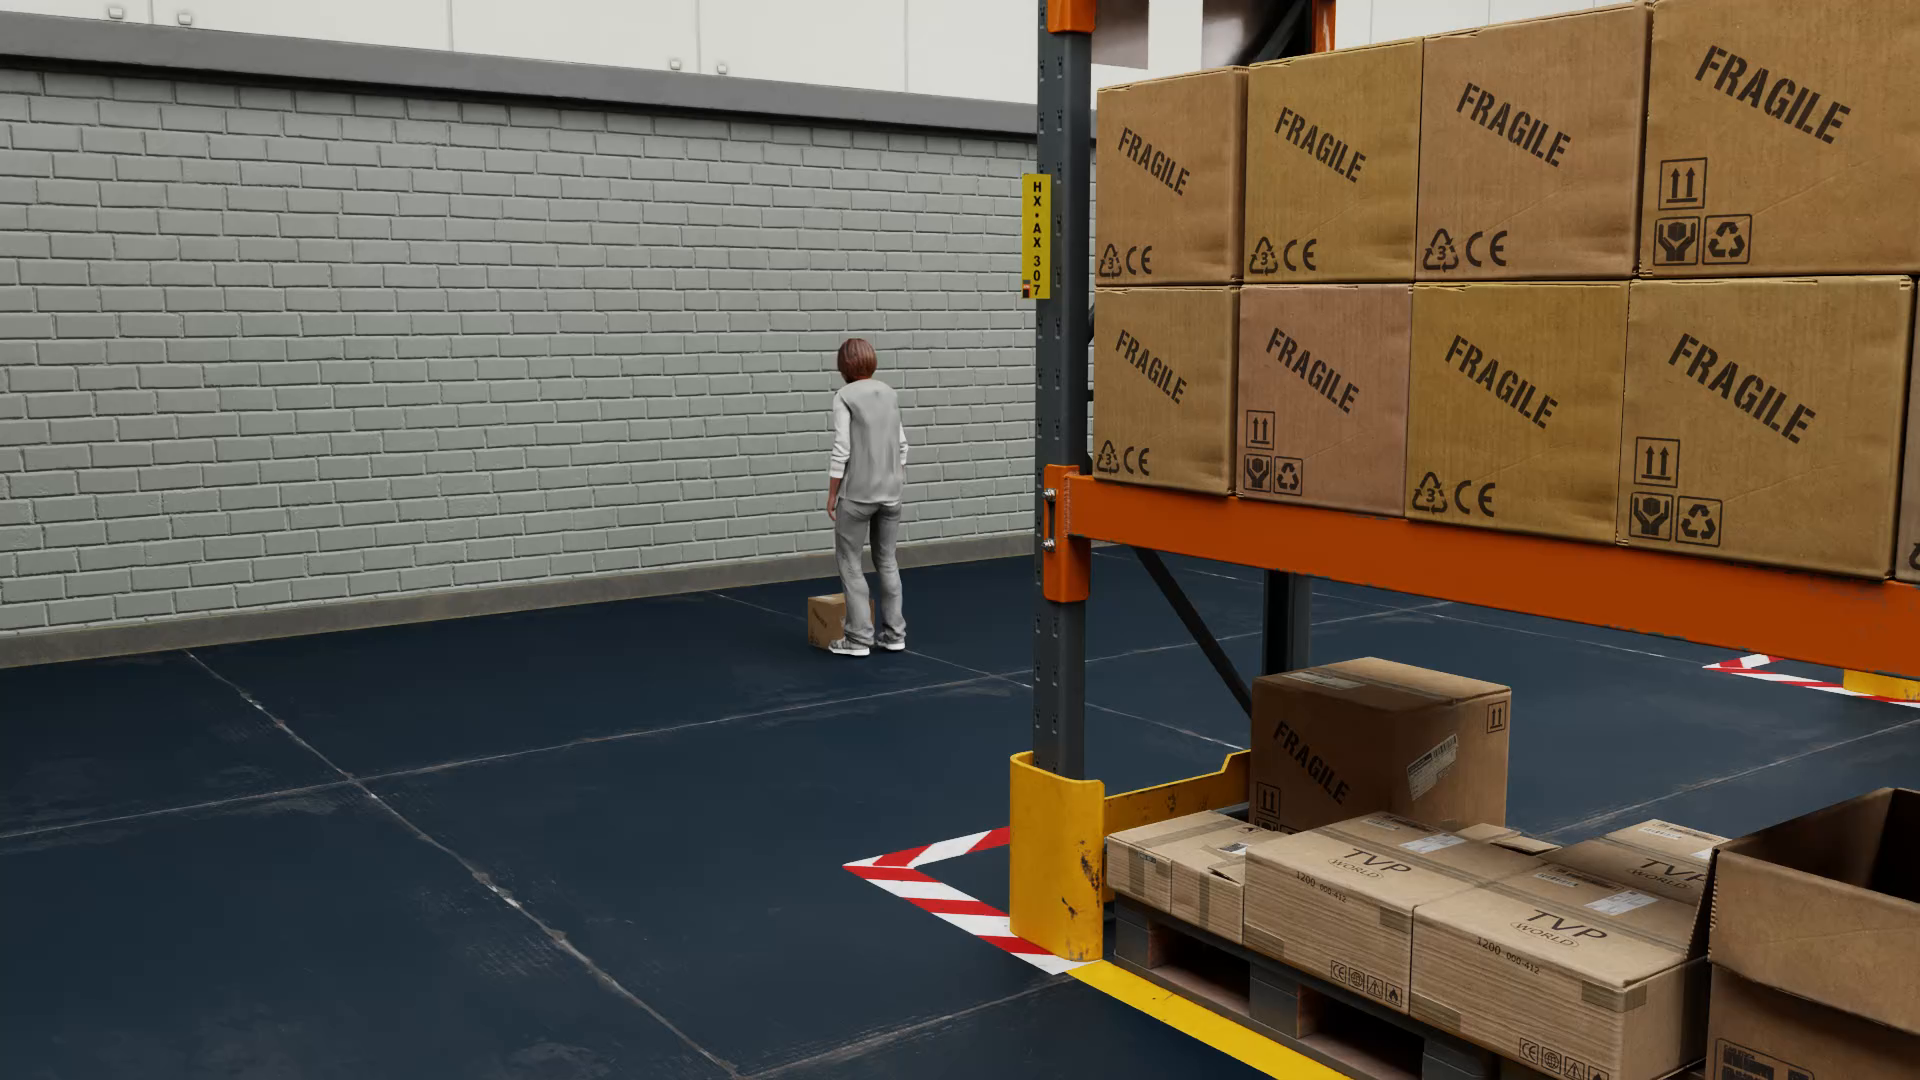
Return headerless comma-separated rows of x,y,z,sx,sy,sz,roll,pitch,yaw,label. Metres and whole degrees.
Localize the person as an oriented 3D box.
-0.469,-0.212,8.373,0.470,1.590,0.348,-6,10,-38,person
